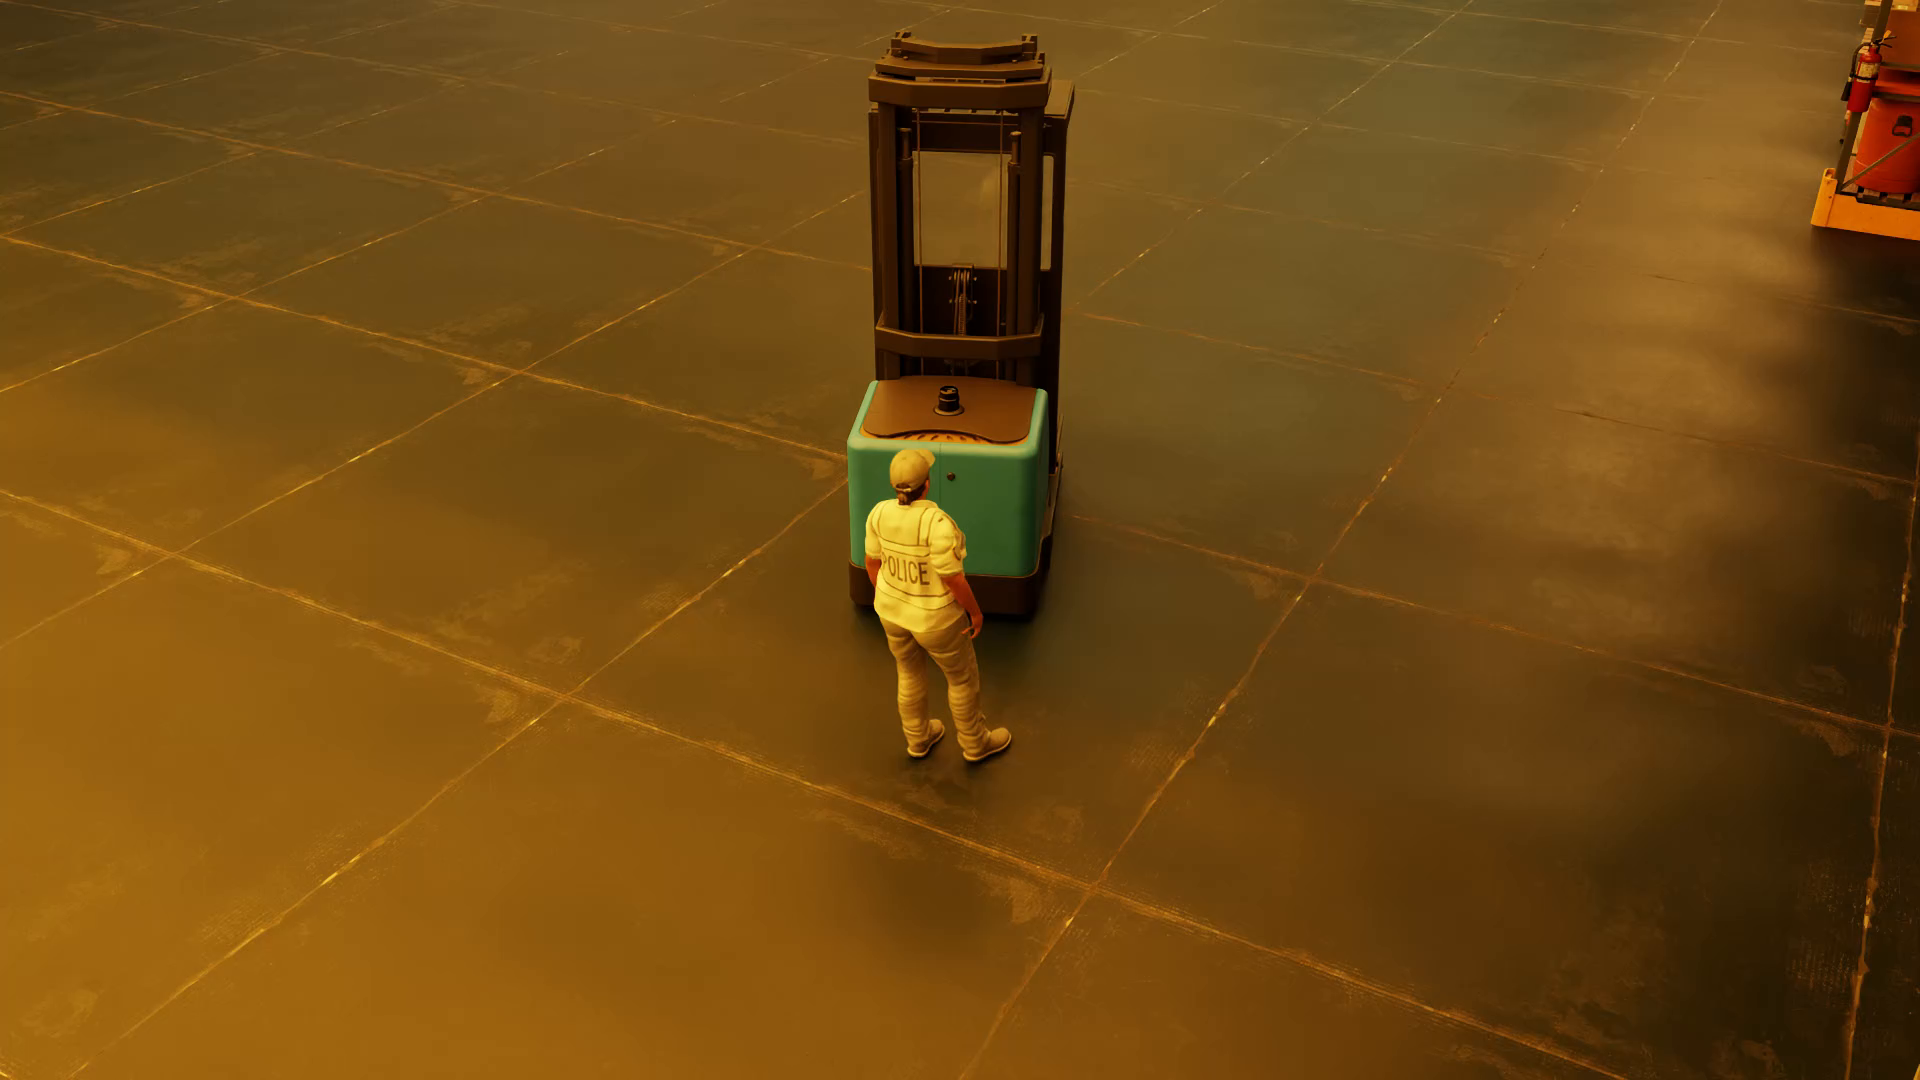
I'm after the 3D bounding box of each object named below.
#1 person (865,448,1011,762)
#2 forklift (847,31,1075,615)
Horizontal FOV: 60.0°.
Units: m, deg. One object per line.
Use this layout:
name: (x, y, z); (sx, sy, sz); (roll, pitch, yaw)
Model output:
person: (-0.114, 0.300, 7.801); (0.601, 1.669, 0.528); (17, 34, 27)
forklift: (0.072, -1.572, 9.794); (1.130, 2.935, 3.031); (3, 30, 6)
